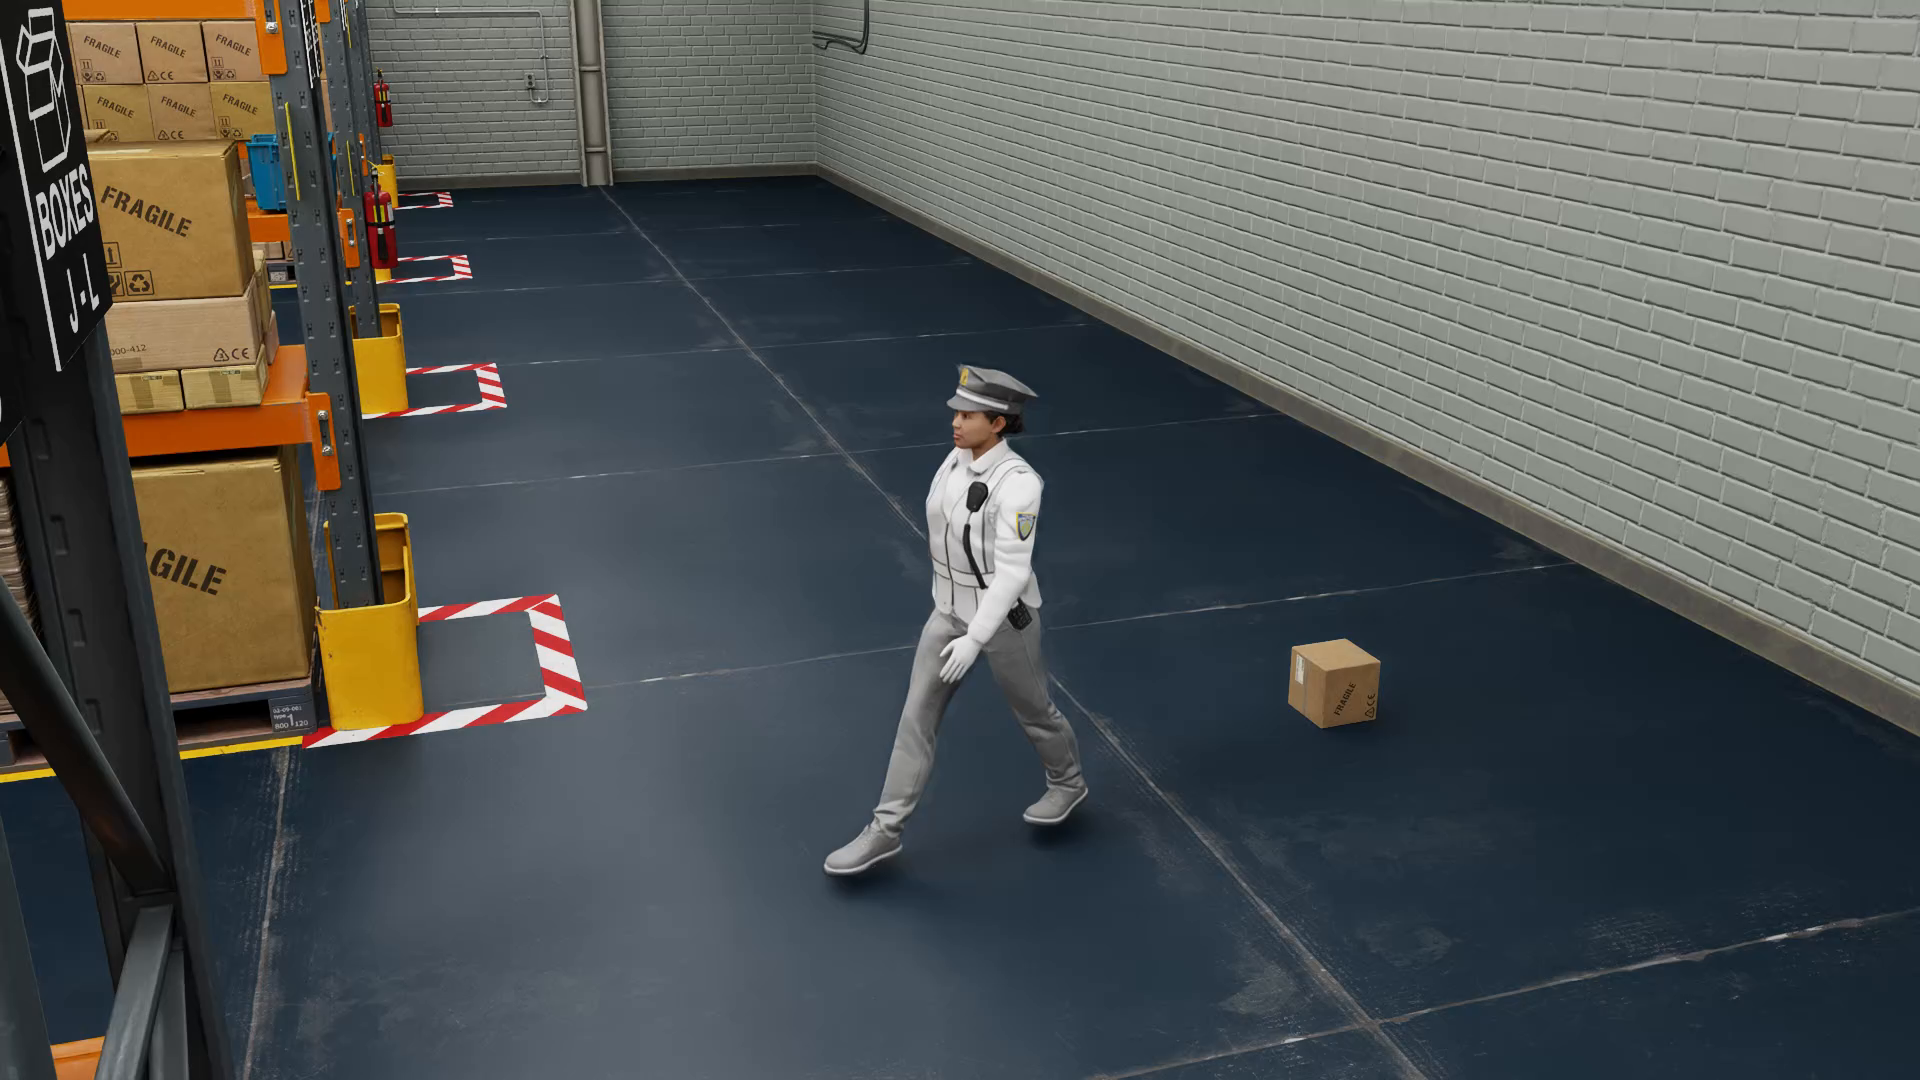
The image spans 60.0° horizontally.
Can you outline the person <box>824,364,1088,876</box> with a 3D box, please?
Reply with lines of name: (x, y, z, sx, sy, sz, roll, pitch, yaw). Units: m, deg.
person: (0.025, 0.243, 5.288, 1.005, 1.627, 0.498, -15, 24, -36)
